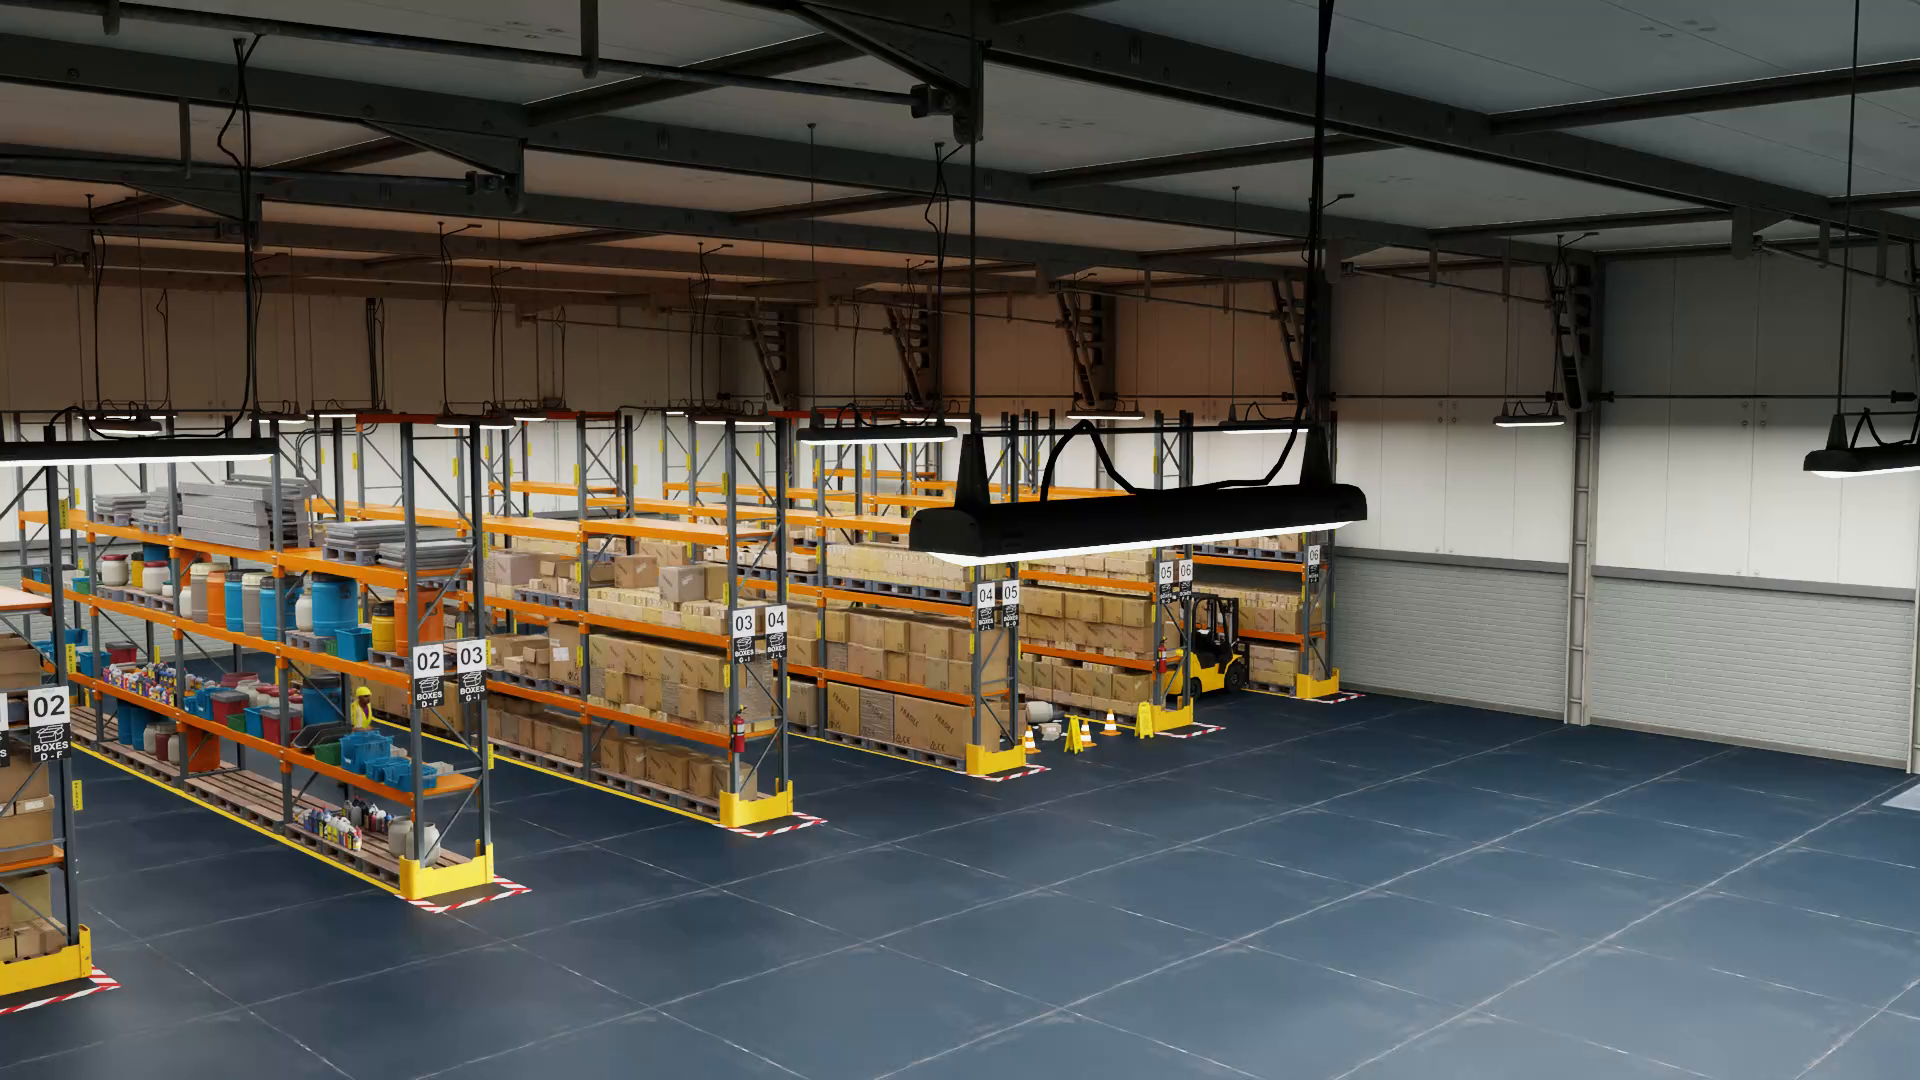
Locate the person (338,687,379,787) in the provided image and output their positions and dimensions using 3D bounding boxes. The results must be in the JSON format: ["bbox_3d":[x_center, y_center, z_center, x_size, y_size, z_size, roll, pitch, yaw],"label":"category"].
[{"bbox_3d":[-9.692,3.173,26.853,0.833,1.657,0.729,1,5,16],"label":"person"}]

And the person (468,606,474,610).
[{"bbox_3d":[-10.758,2.310,36.686,0.562,1.738,0.813,-4,7,-40],"label":"person"}]

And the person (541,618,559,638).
[{"bbox_3d":[-8.385,2.483,34.511,0.721,1.747,0.638,5,7,43],"label":"person"}]
